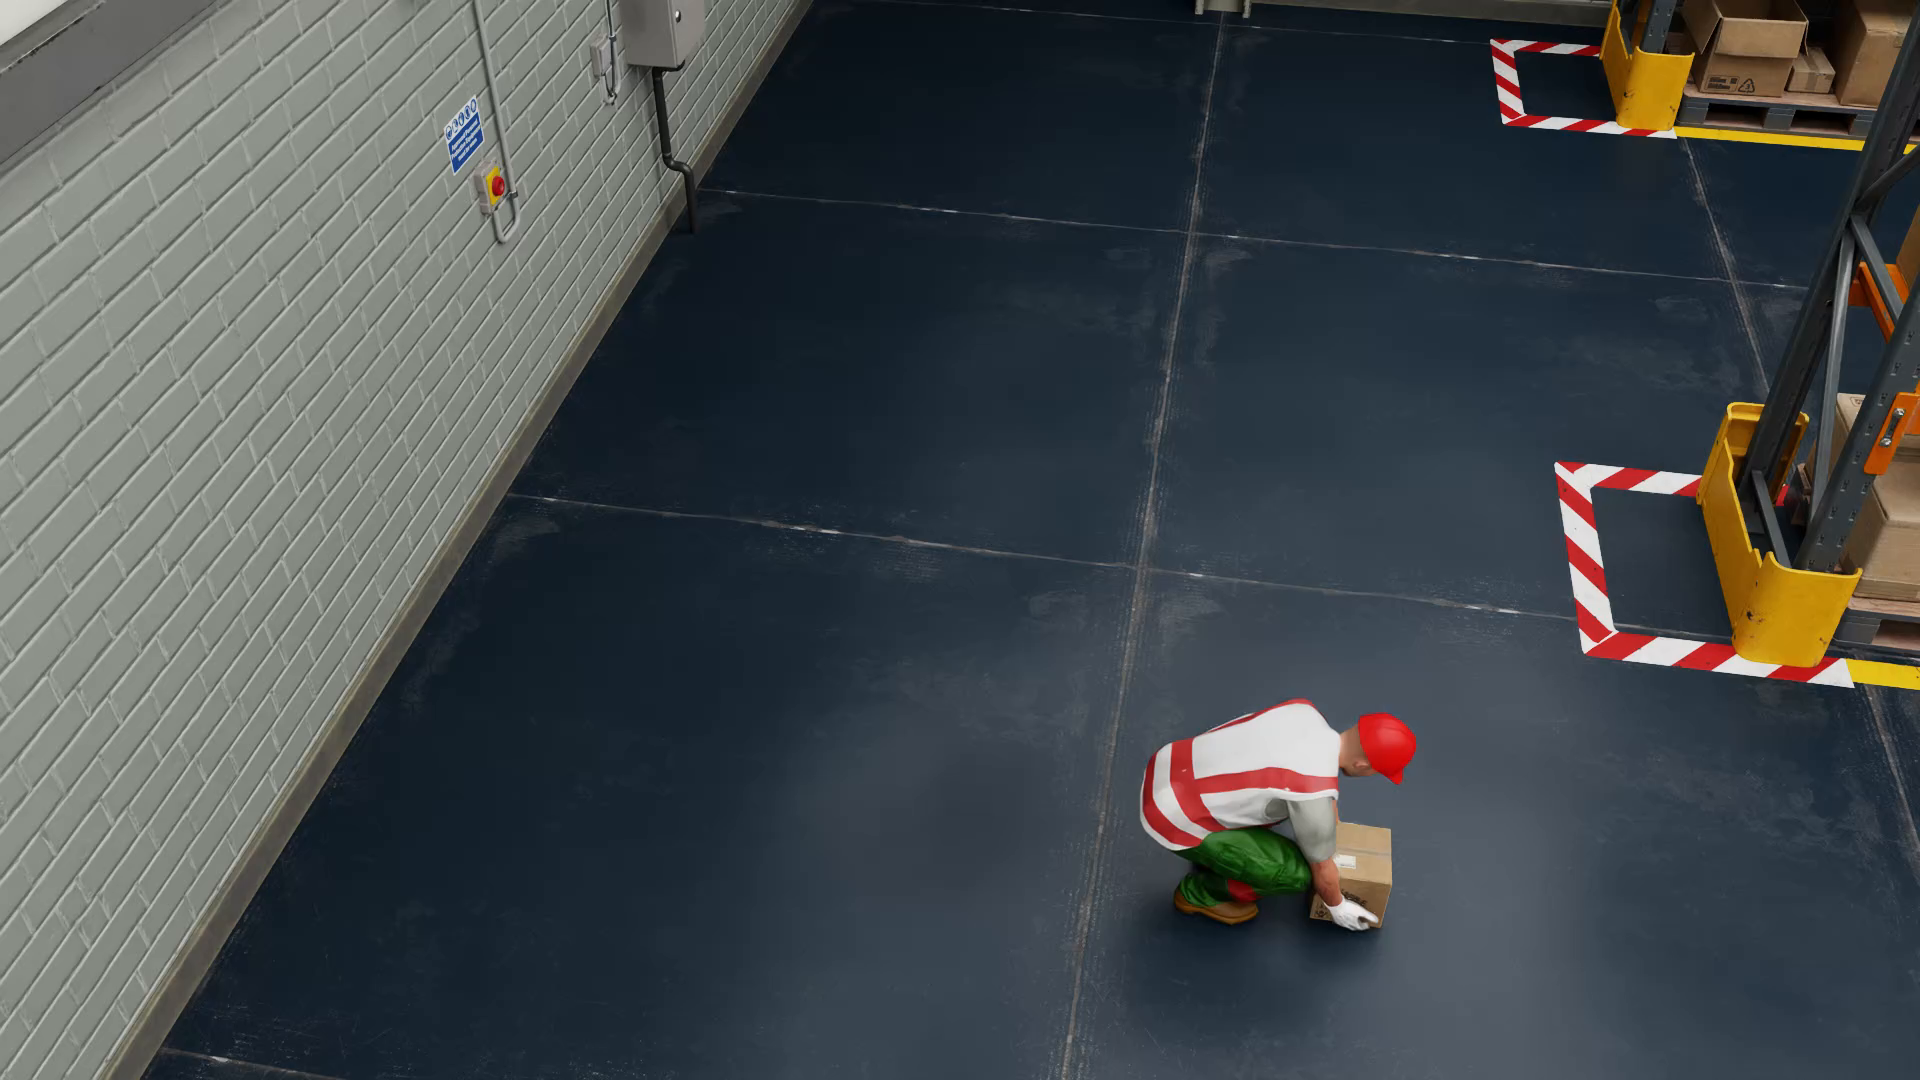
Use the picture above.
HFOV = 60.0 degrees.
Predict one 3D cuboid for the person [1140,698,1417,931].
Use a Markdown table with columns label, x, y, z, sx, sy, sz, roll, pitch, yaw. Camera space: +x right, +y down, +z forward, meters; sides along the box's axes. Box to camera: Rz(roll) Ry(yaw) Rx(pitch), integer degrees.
| label | x | y | z | sx | sy | sz | roll | pitch | yaw |
| --- | --- | --- | --- | --- | --- | --- | --- | --- | --- |
| person | 1.074 | 0.925 | 5.783 | 0.890 | 0.880 | 0.563 | 7 | 41 | 8 |
